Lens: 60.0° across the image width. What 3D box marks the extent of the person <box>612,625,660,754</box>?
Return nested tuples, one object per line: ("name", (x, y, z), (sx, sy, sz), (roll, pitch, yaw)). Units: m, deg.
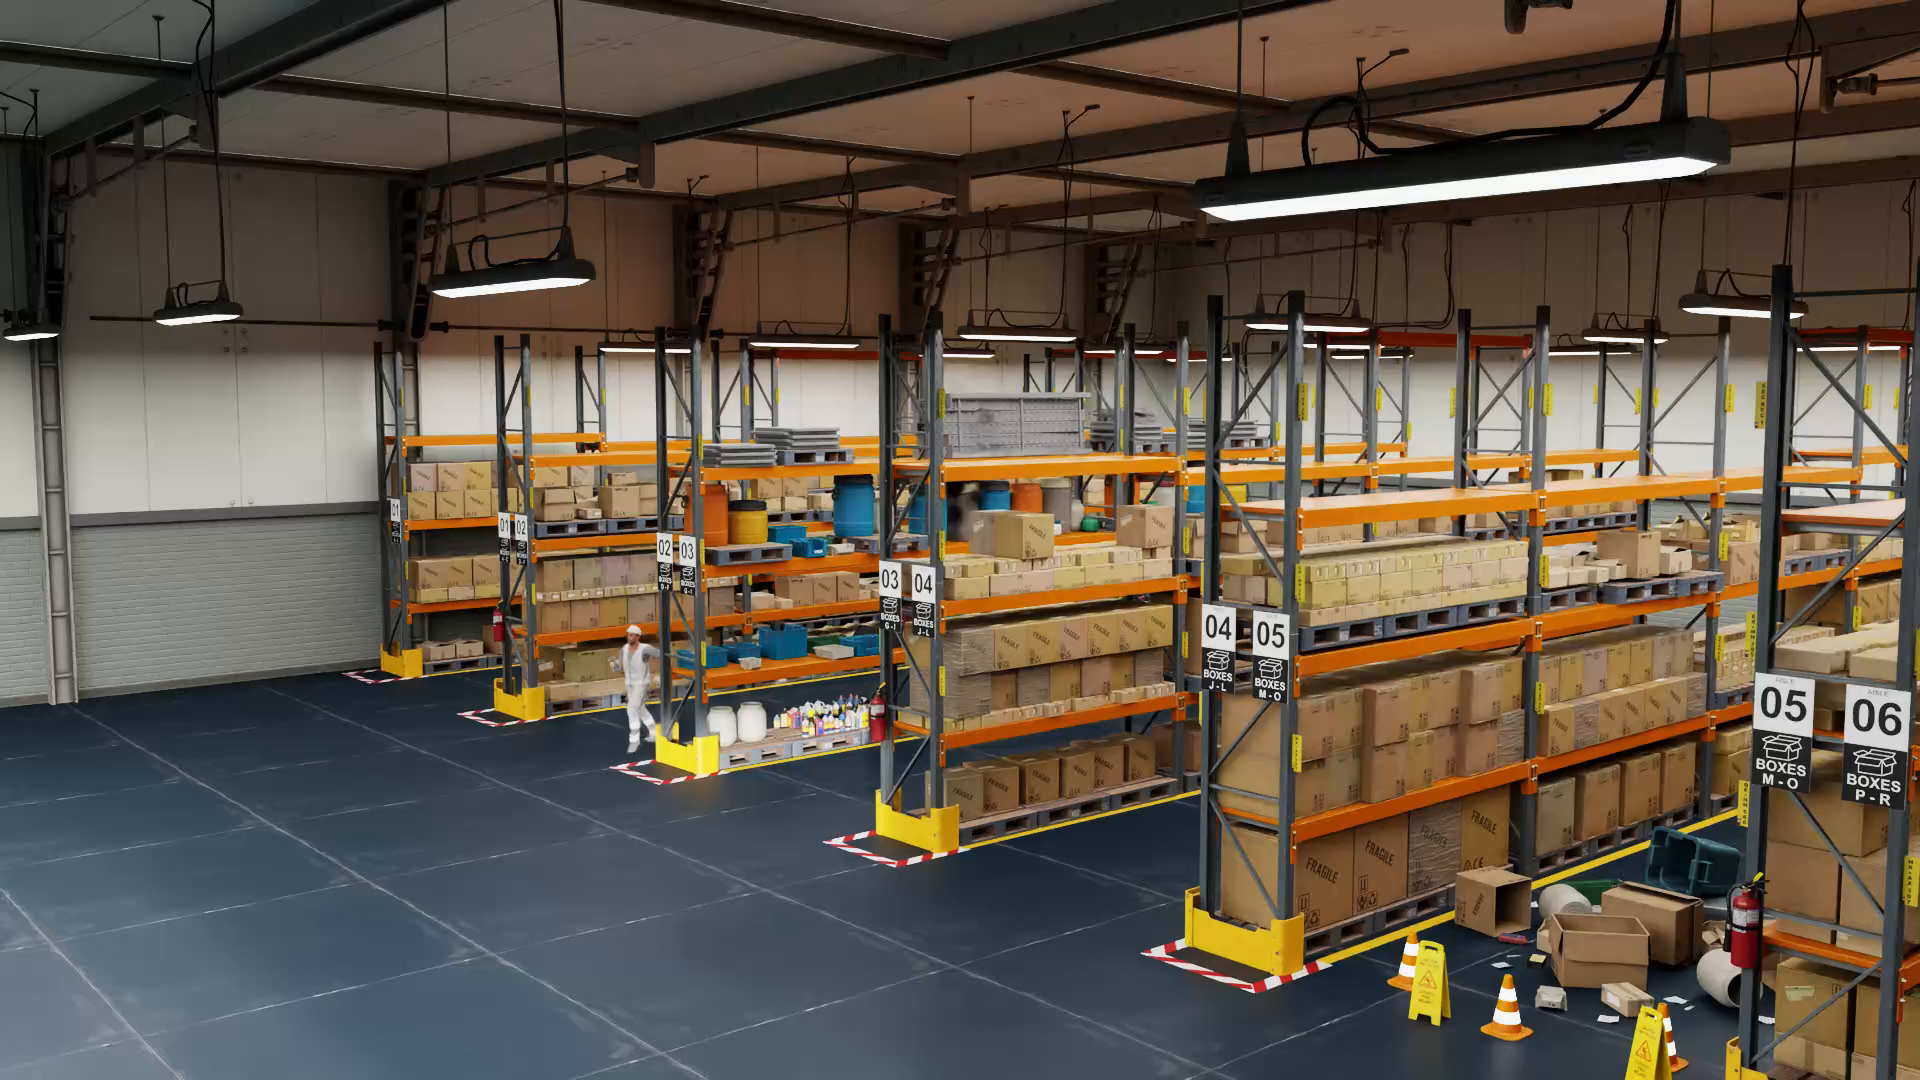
("person", (-4.611, 2.114, 23.877), (0.668, 1.817, 0.824), (3, 6, 33))
